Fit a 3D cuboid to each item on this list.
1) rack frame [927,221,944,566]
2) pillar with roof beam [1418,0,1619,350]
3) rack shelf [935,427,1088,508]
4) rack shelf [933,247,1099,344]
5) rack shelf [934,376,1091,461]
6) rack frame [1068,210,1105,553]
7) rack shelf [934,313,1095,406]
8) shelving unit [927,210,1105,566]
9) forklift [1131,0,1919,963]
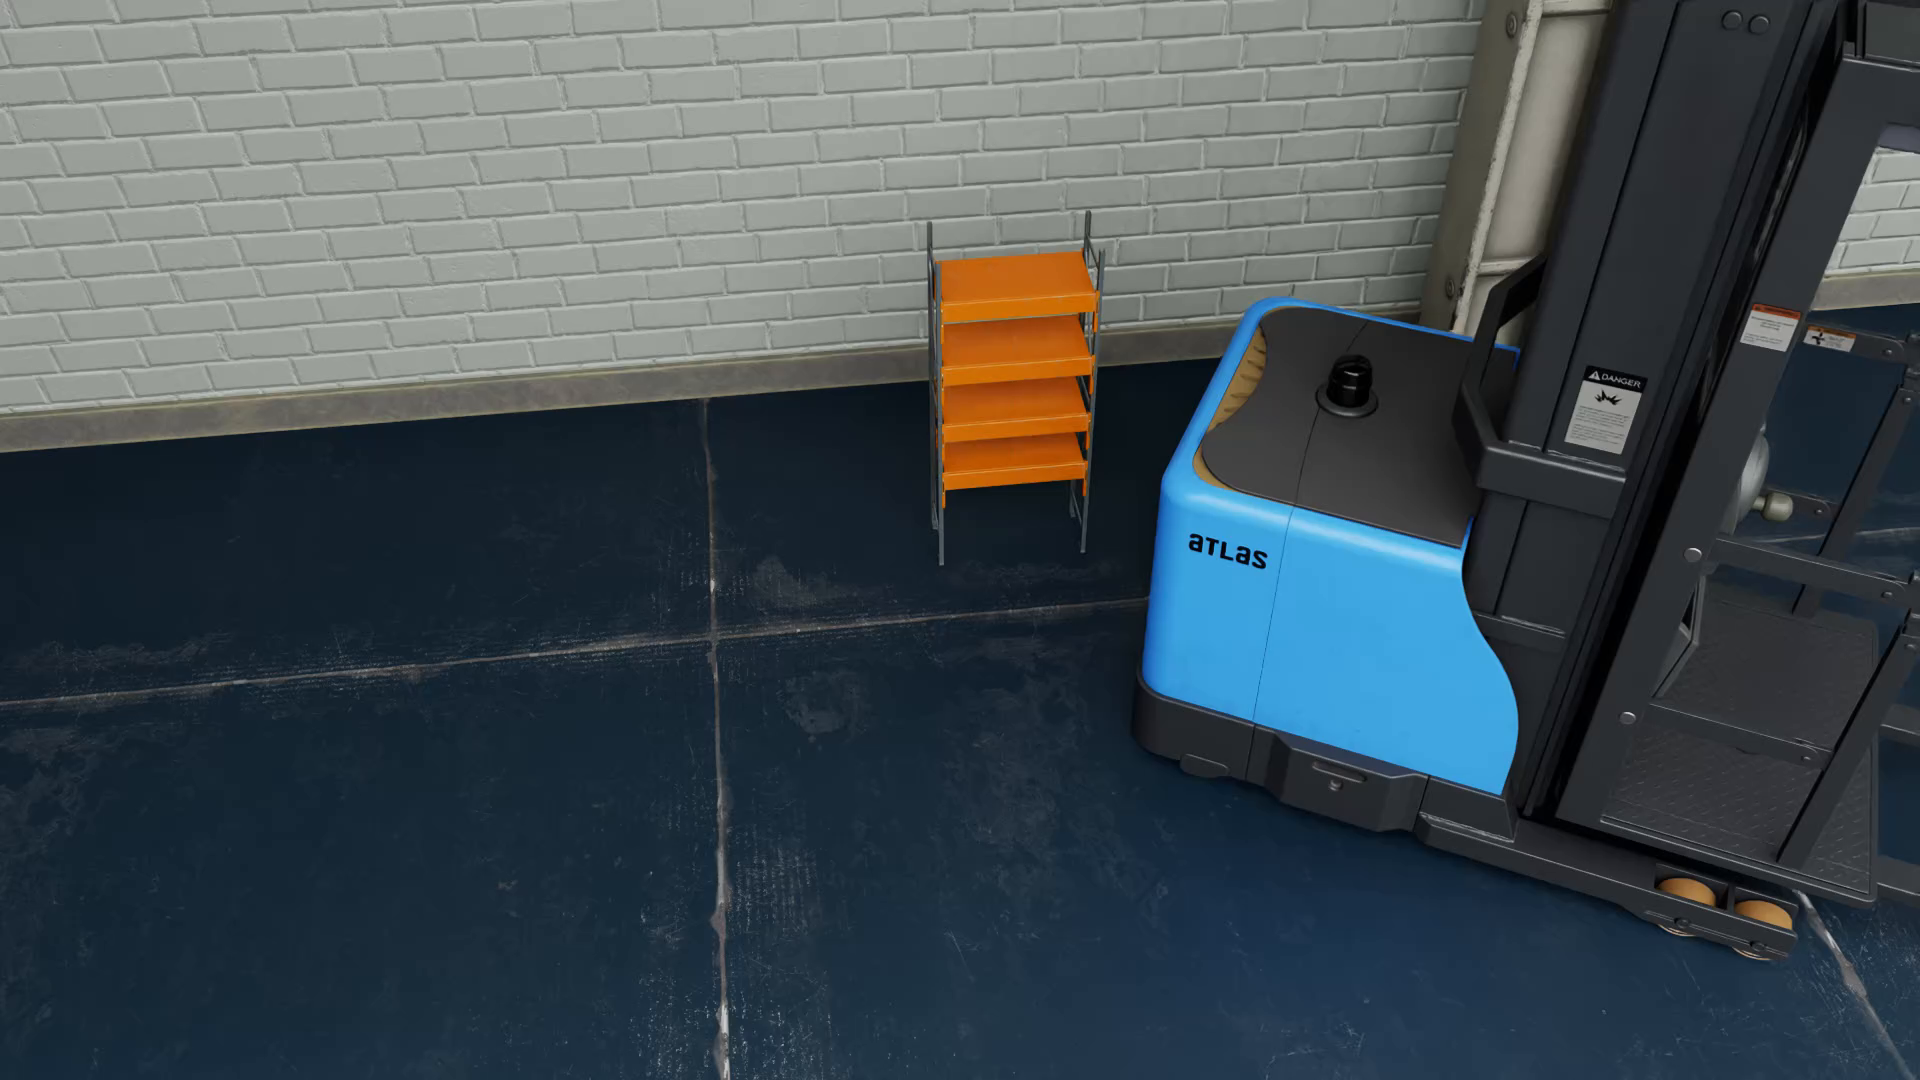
[{"bbox_3d":[-0.078,-0.439,5.341,0.015,1.200,0.240,-5,42,-6],"label":"rack frame"},{"bbox_3d":[2.581,-1.210,0.373,0.400,9.000,9.100,-5,42,-6],"label":"pillar with roof beam"},{"bbox_3d":[0.164,-0.263,5.542,0.480,0.148,0.258,-5,42,-6],"label":"rack shelf"},{"bbox_3d":[0.164,-0.752,5.101,0.480,0.148,0.258,-5,42,-6],"label":"rack shelf"},{"bbox_3d":[0.164,-0.410,5.409,0.480,0.148,0.258,-5,42,-6],"label":"rack shelf"},{"bbox_3d":[0.406,-0.481,5.388,0.015,1.200,0.240,-5,42,-6],"label":"rack frame"},{"bbox_3d":[0.164,-0.576,5.259,0.480,0.148,0.258,-5,42,-6],"label":"rack shelf"},{"bbox_3d":[0.164,-0.460,5.364,0.503,1.200,0.258,-5,42,-6],"label":"shelving unit"},{"bbox_3d":[2.083,-0.363,3.964,3.031,2.935,1.130,16,44,17],"label":"forklift"}]
